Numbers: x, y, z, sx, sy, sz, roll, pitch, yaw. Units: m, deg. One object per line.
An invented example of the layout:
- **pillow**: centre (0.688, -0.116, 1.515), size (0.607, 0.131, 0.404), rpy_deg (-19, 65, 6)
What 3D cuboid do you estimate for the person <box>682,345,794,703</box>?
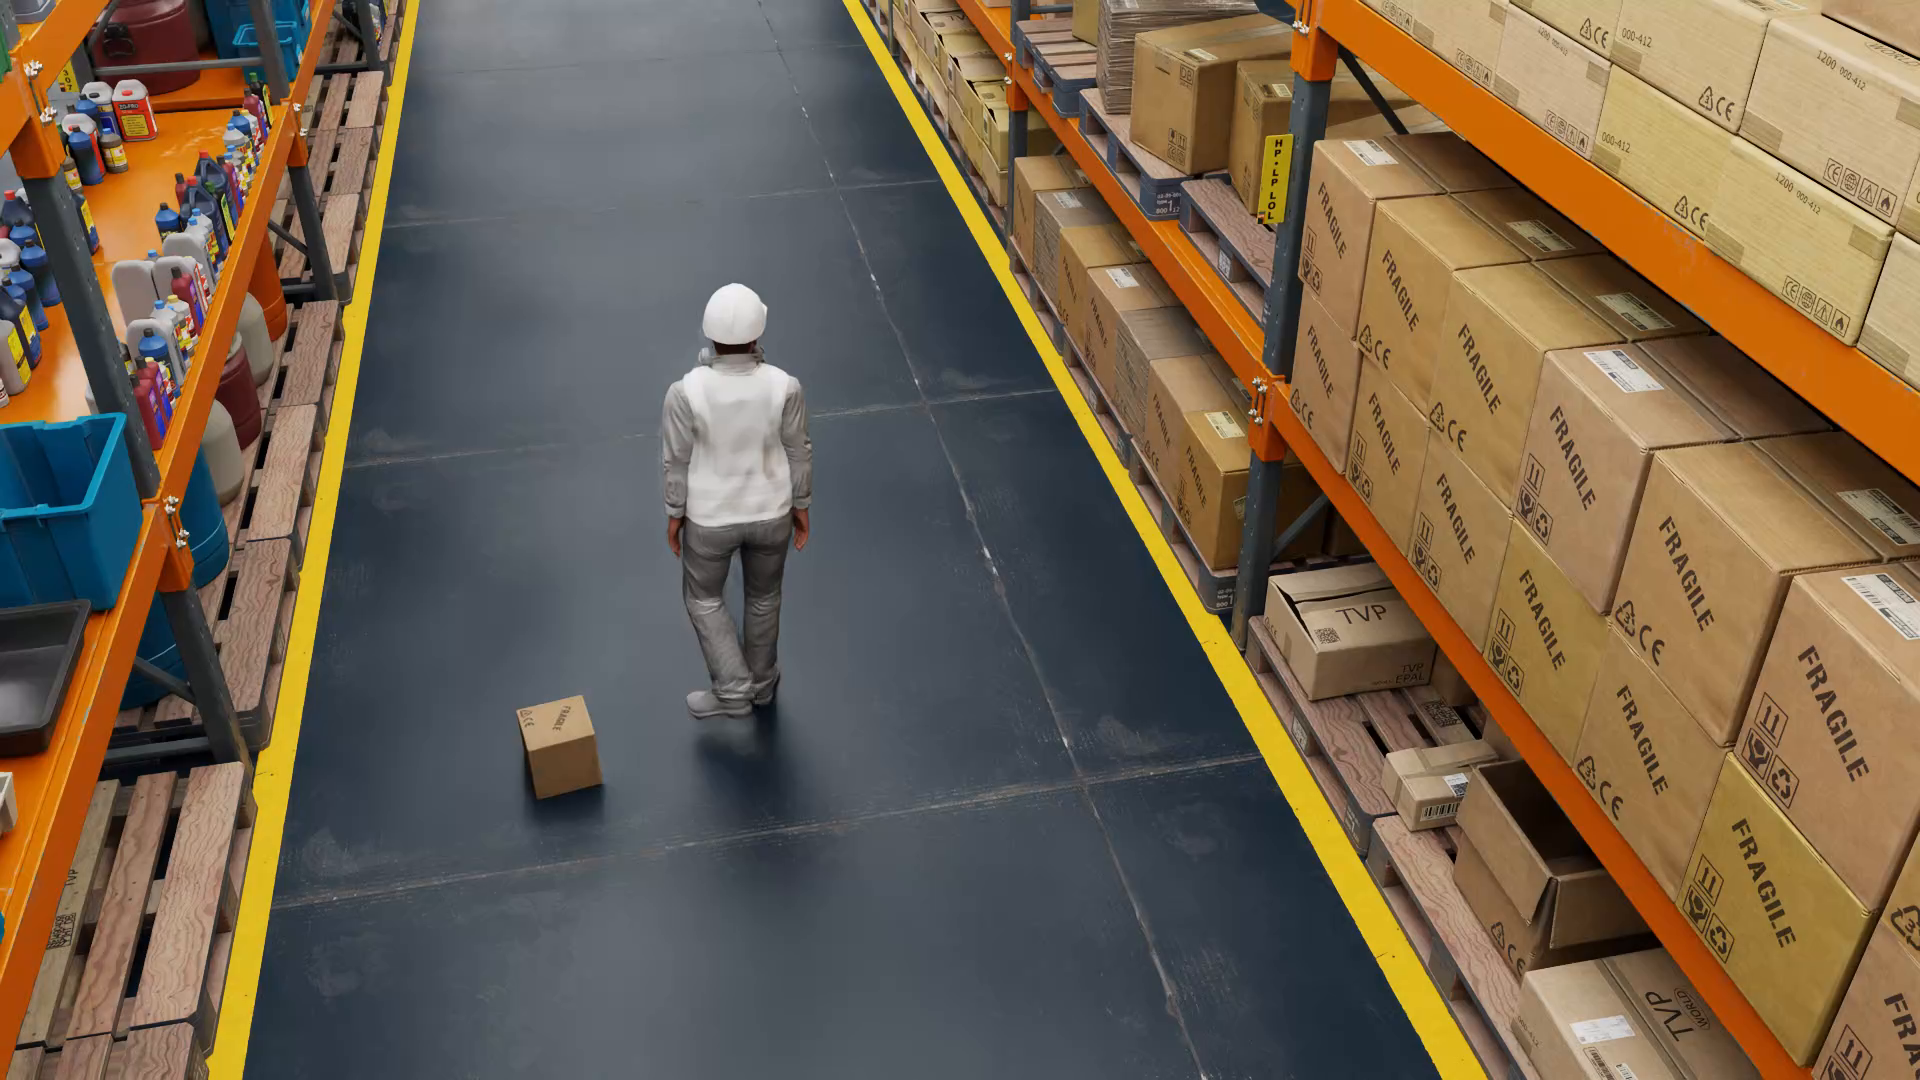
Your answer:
- **person**: centre (-0.829, -0.016, 6.290), size (0.465, 1.490, 0.526), rpy_deg (-9, 35, -13)
